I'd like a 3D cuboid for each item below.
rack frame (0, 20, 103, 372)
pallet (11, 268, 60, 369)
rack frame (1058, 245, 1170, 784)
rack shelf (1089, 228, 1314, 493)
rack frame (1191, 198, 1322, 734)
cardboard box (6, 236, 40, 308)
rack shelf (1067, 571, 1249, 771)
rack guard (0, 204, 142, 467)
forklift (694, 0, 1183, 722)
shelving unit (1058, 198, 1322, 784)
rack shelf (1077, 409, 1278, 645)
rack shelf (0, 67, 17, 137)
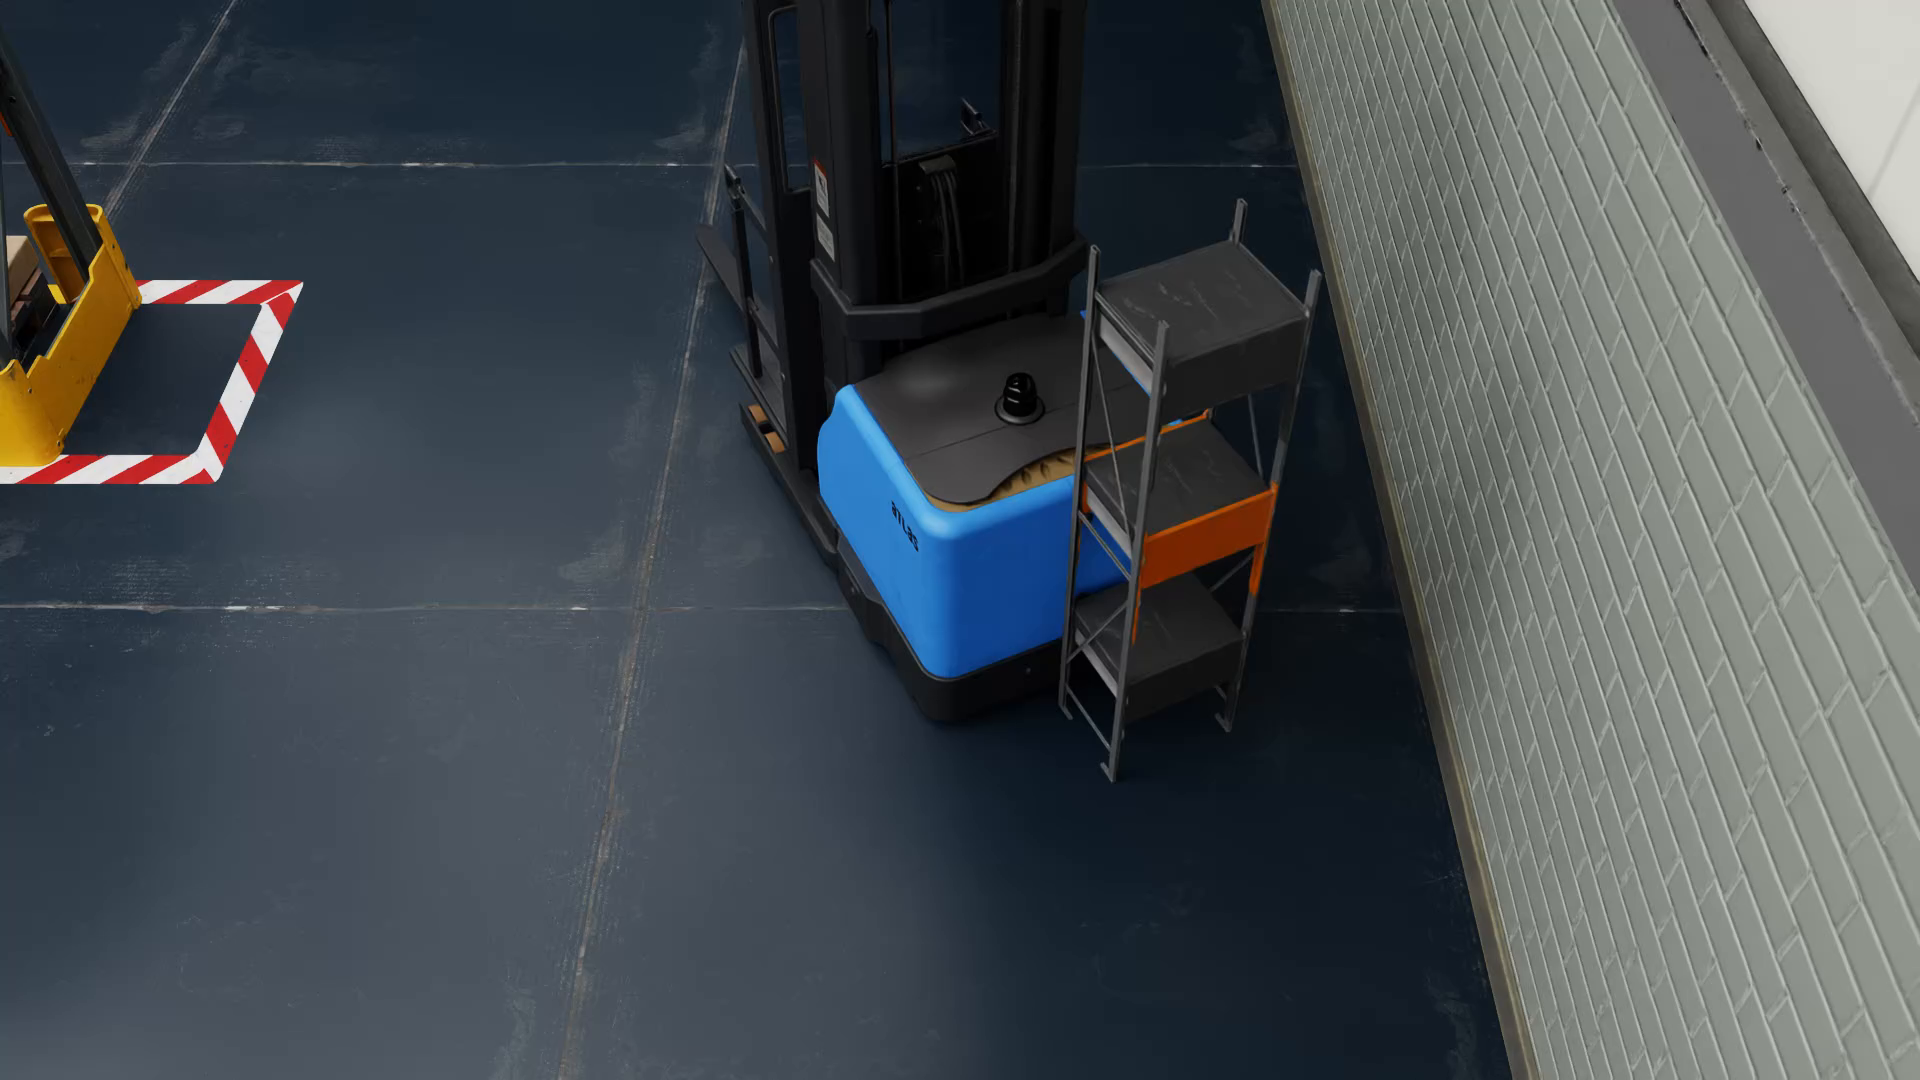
[{"bbox_3d":[-3.931,-1.761,6.340,0.127,3.000,1.000,0,47,0],"label":"rack frame"},{"bbox_3d":[-4.805,-0.812,7.362,1.213,0.211,1.003,0,47,0],"label":"pallet"},{"bbox_3d":[0.461,0.022,5.295,0.015,2.100,0.400,-20,50,-18],"label":"rack frame"},{"bbox_3d":[0.679,-0.526,4.868,0.480,0.518,0.431,-20,50,-18],"label":"rack shelf"},{"bbox_3d":[0.896,-0.139,5.445,0.015,2.100,0.400,-20,50,-18],"label":"rack frame"},{"bbox_3d":[-4.349,-1.192,7.458,0.250,0.149,0.380,0,47,0],"label":"cardboard box"},{"bbox_3d":[0.679,0.428,5.892,0.480,0.518,0.431,-20,50,-18],"label":"rack shelf"},{"bbox_3d":[-4.007,-0.910,7.255,0.348,0.500,1.175,0,47,0],"label":"rack guard"},{"bbox_3d":[-0.284,-1.427,6.076,1.130,2.935,3.031,-20,50,-17],"label":"forklift"},{"bbox_3d":[0.679,-0.059,5.370,0.503,2.100,0.431,-20,50,-18],"label":"shelving unit"},{"bbox_3d":[0.679,-0.049,5.380,0.480,0.518,0.431,-20,50,-18],"label":"rack shelf"},{"bbox_3d":[-5.931,-1.521,6.608,4.000,0.370,1.077,0,47,0],"label":"rack shelf"}]
